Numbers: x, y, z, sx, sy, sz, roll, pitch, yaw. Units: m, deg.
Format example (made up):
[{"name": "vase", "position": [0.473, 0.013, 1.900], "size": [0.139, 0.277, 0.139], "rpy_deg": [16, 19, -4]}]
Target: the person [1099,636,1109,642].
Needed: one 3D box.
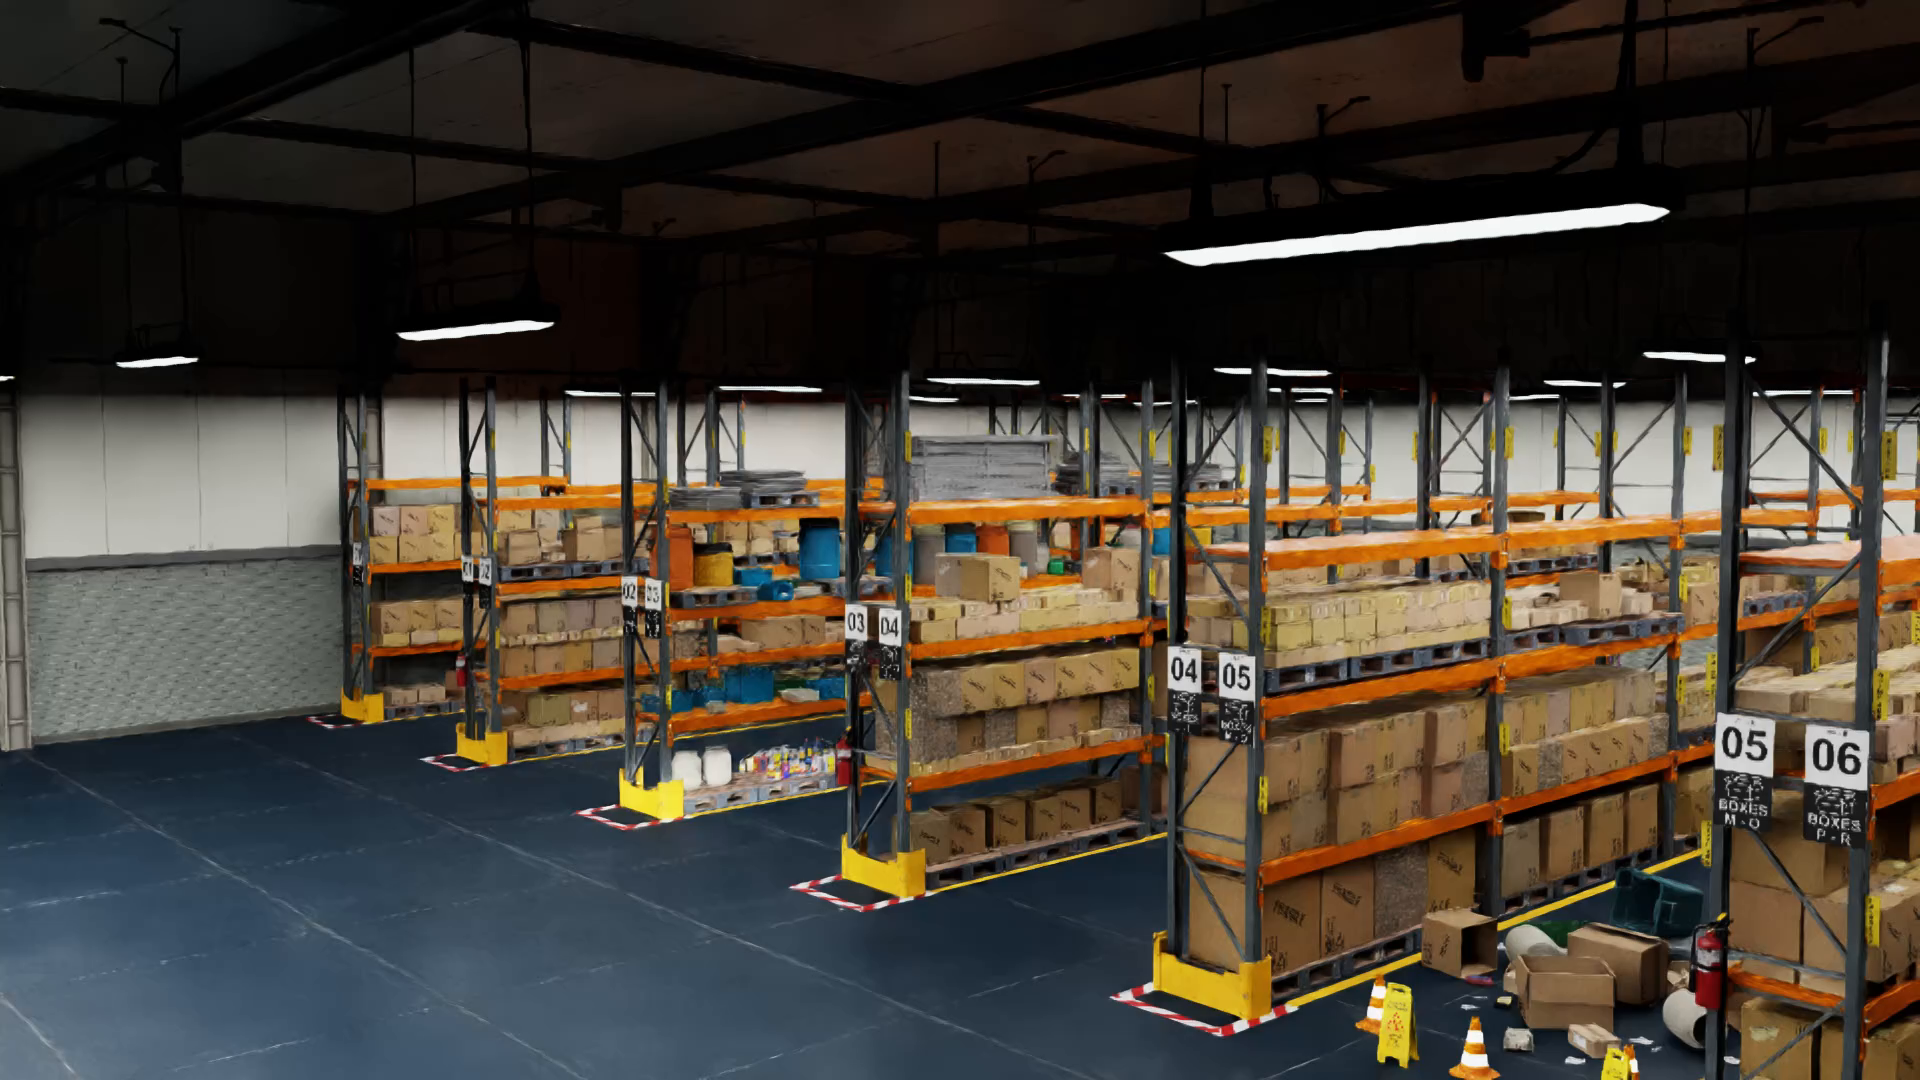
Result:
[{"name": "person", "position": [2.559, 2.309, 30.864], "size": [0.529, 1.673, 0.682], "rpy_deg": [-3, 5, -43]}]

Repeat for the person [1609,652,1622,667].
[{"name": "person", "position": [11.897, 2.398, 30.069], "size": [0.518, 1.590, 0.557], "rpy_deg": [1, 4, 21]}]
